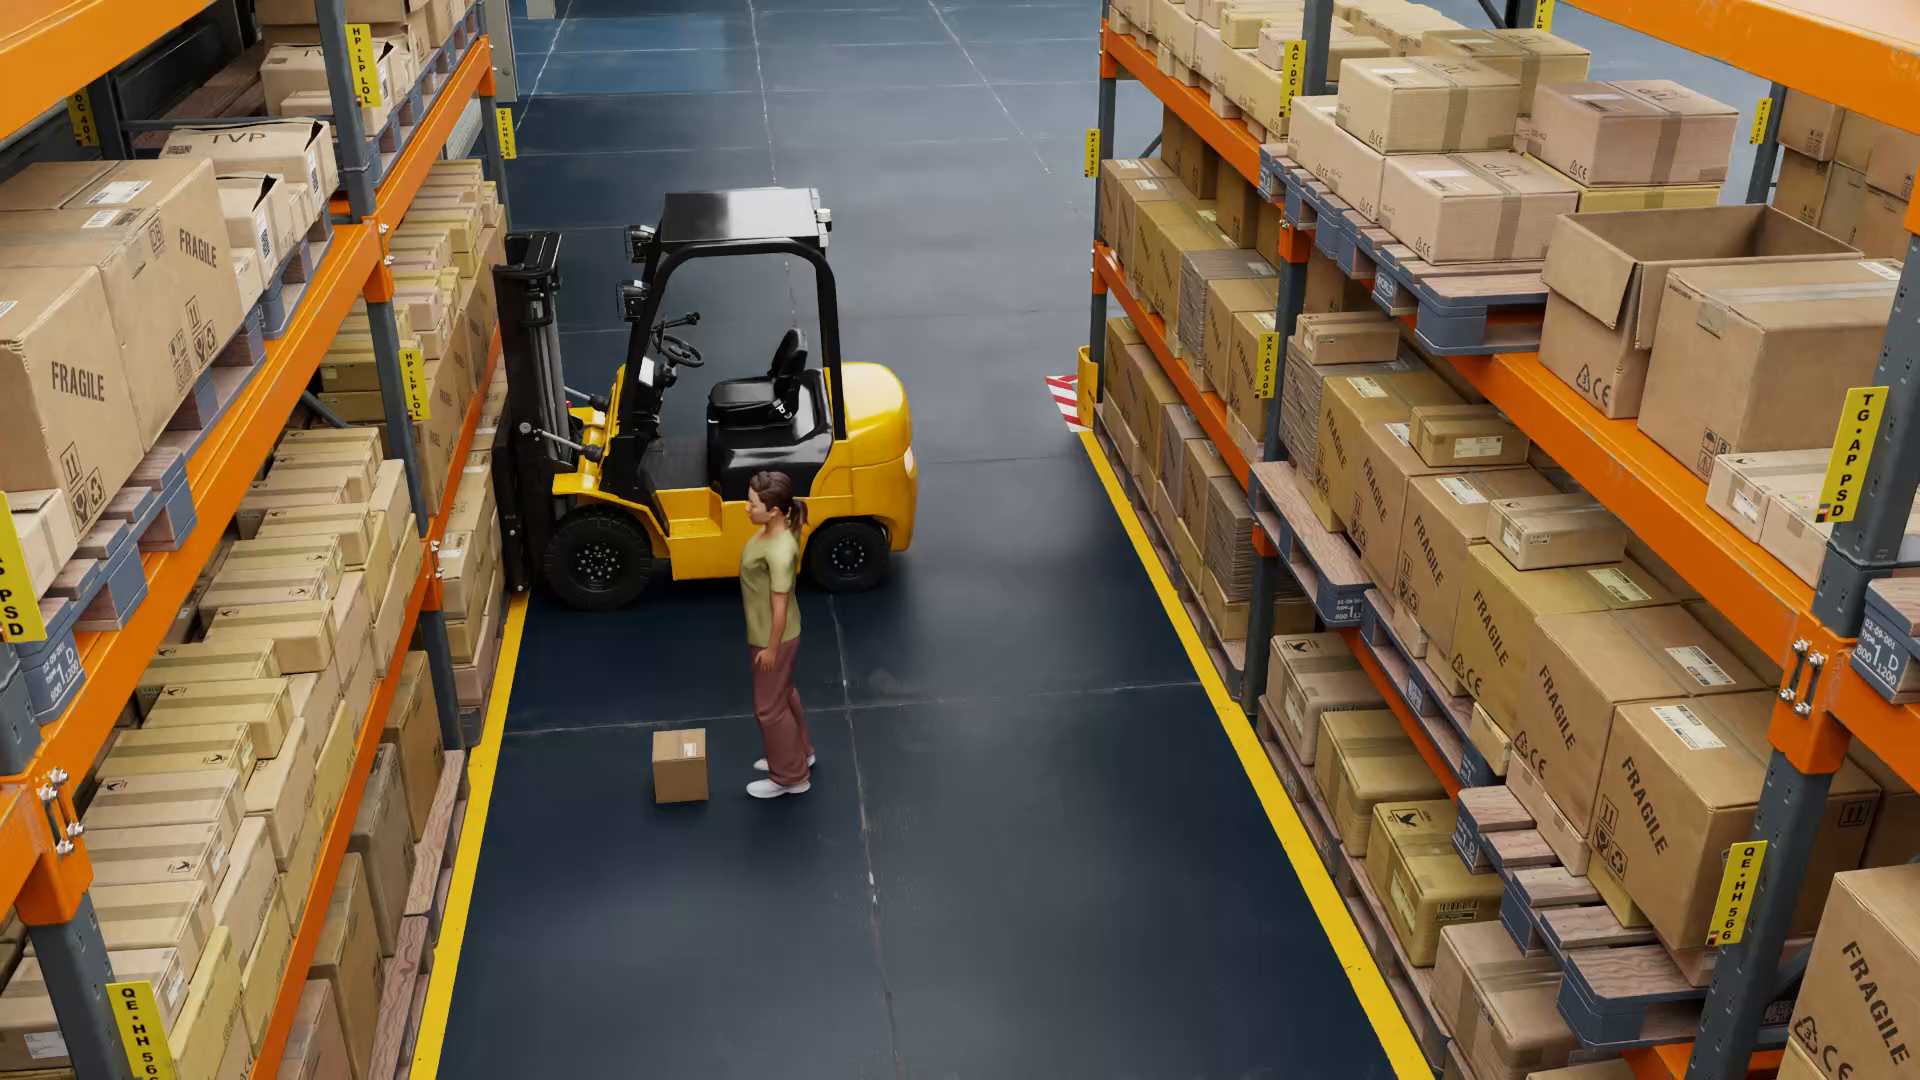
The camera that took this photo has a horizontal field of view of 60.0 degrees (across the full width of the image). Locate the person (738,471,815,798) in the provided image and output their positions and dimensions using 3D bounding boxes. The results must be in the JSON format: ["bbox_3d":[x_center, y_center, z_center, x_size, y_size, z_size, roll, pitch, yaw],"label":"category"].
[{"bbox_3d":[-0.858,0.565,7.839,0.373,1.430,0.443,-3,27,-6],"label":"person"}]
